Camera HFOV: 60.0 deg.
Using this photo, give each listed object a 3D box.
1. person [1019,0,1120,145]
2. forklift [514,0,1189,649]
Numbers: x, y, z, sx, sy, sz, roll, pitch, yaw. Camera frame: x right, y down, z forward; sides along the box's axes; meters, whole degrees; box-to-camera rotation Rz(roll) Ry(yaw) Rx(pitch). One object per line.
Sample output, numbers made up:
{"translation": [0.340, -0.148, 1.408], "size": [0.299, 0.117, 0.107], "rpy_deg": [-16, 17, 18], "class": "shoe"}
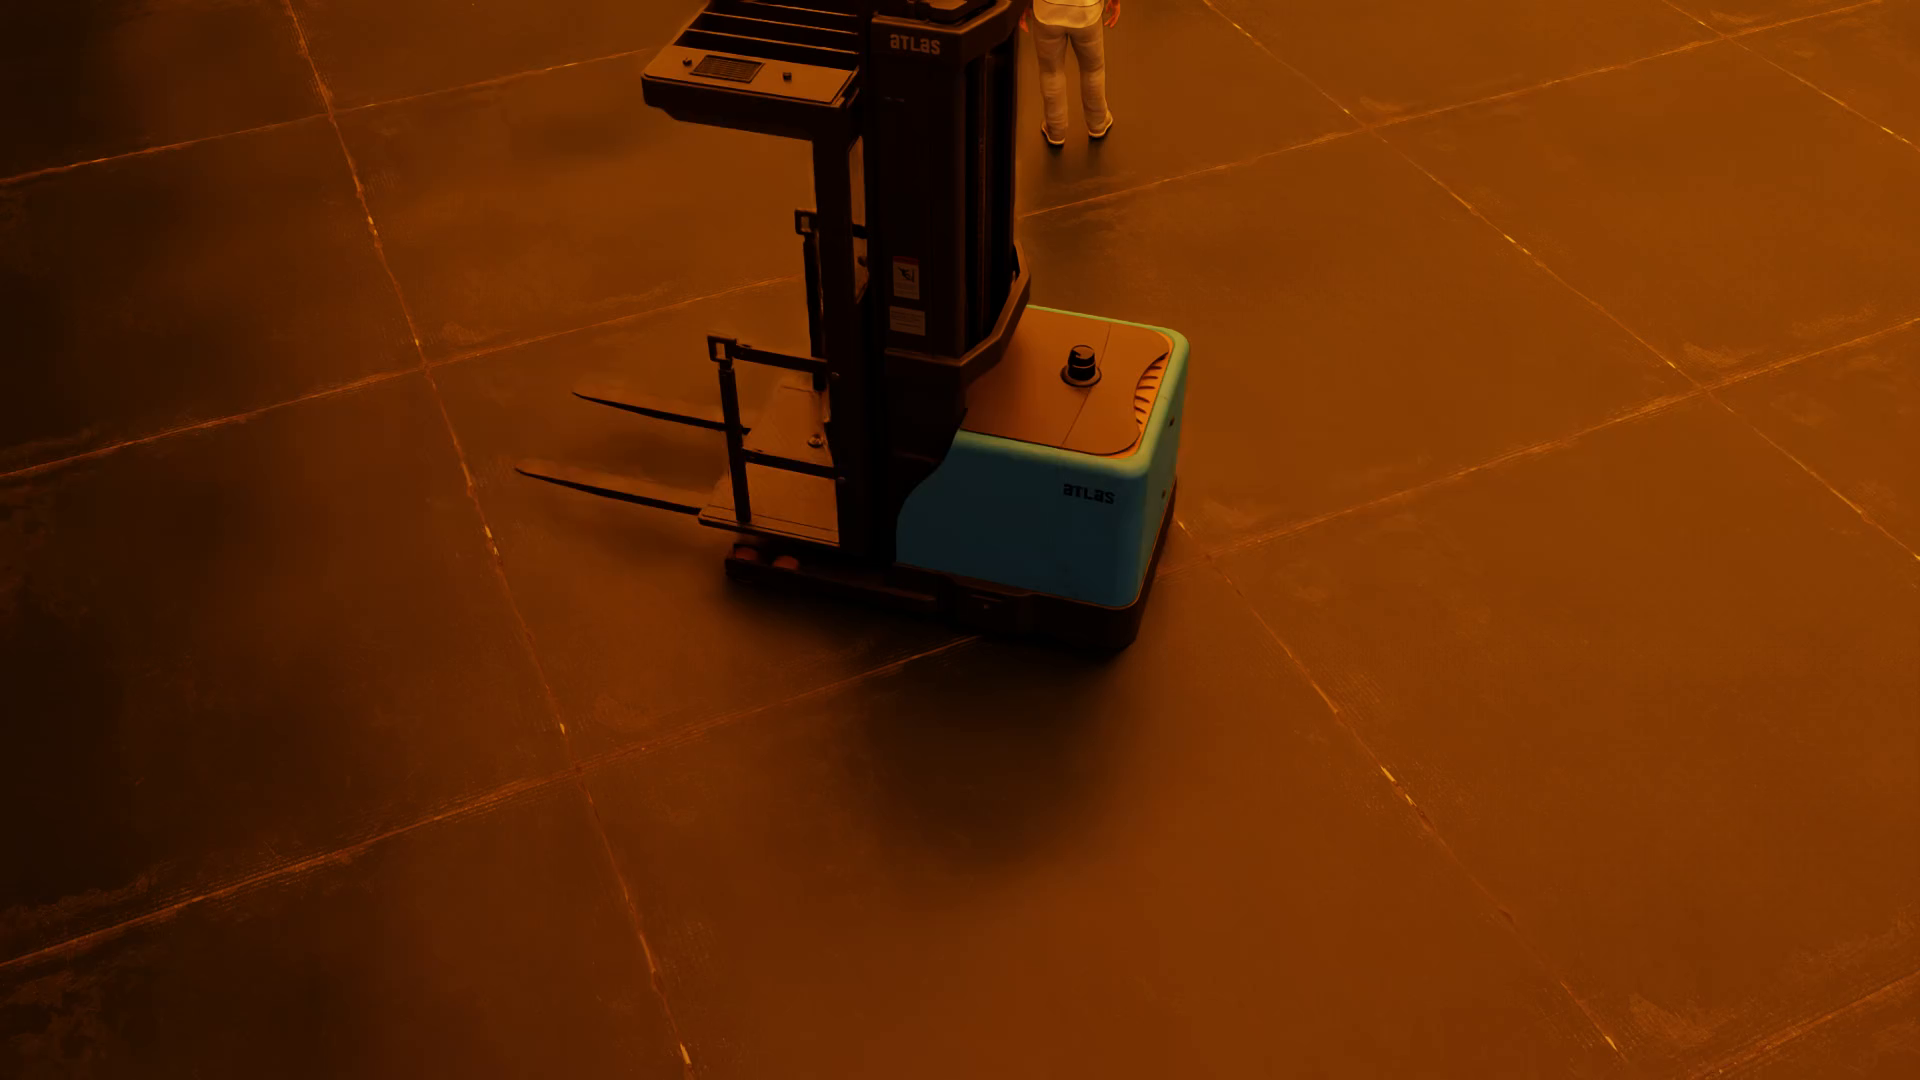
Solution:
{"translation": [0.650, -3.220, 9.961], "size": [0.639, 1.781, 0.575], "rpy_deg": [2, 43, 2], "class": "person"}
{"translation": [-0.565, -1.170, 6.934], "size": [3.031, 2.935, 1.130], "rpy_deg": [12, 44, 12], "class": "forklift"}
